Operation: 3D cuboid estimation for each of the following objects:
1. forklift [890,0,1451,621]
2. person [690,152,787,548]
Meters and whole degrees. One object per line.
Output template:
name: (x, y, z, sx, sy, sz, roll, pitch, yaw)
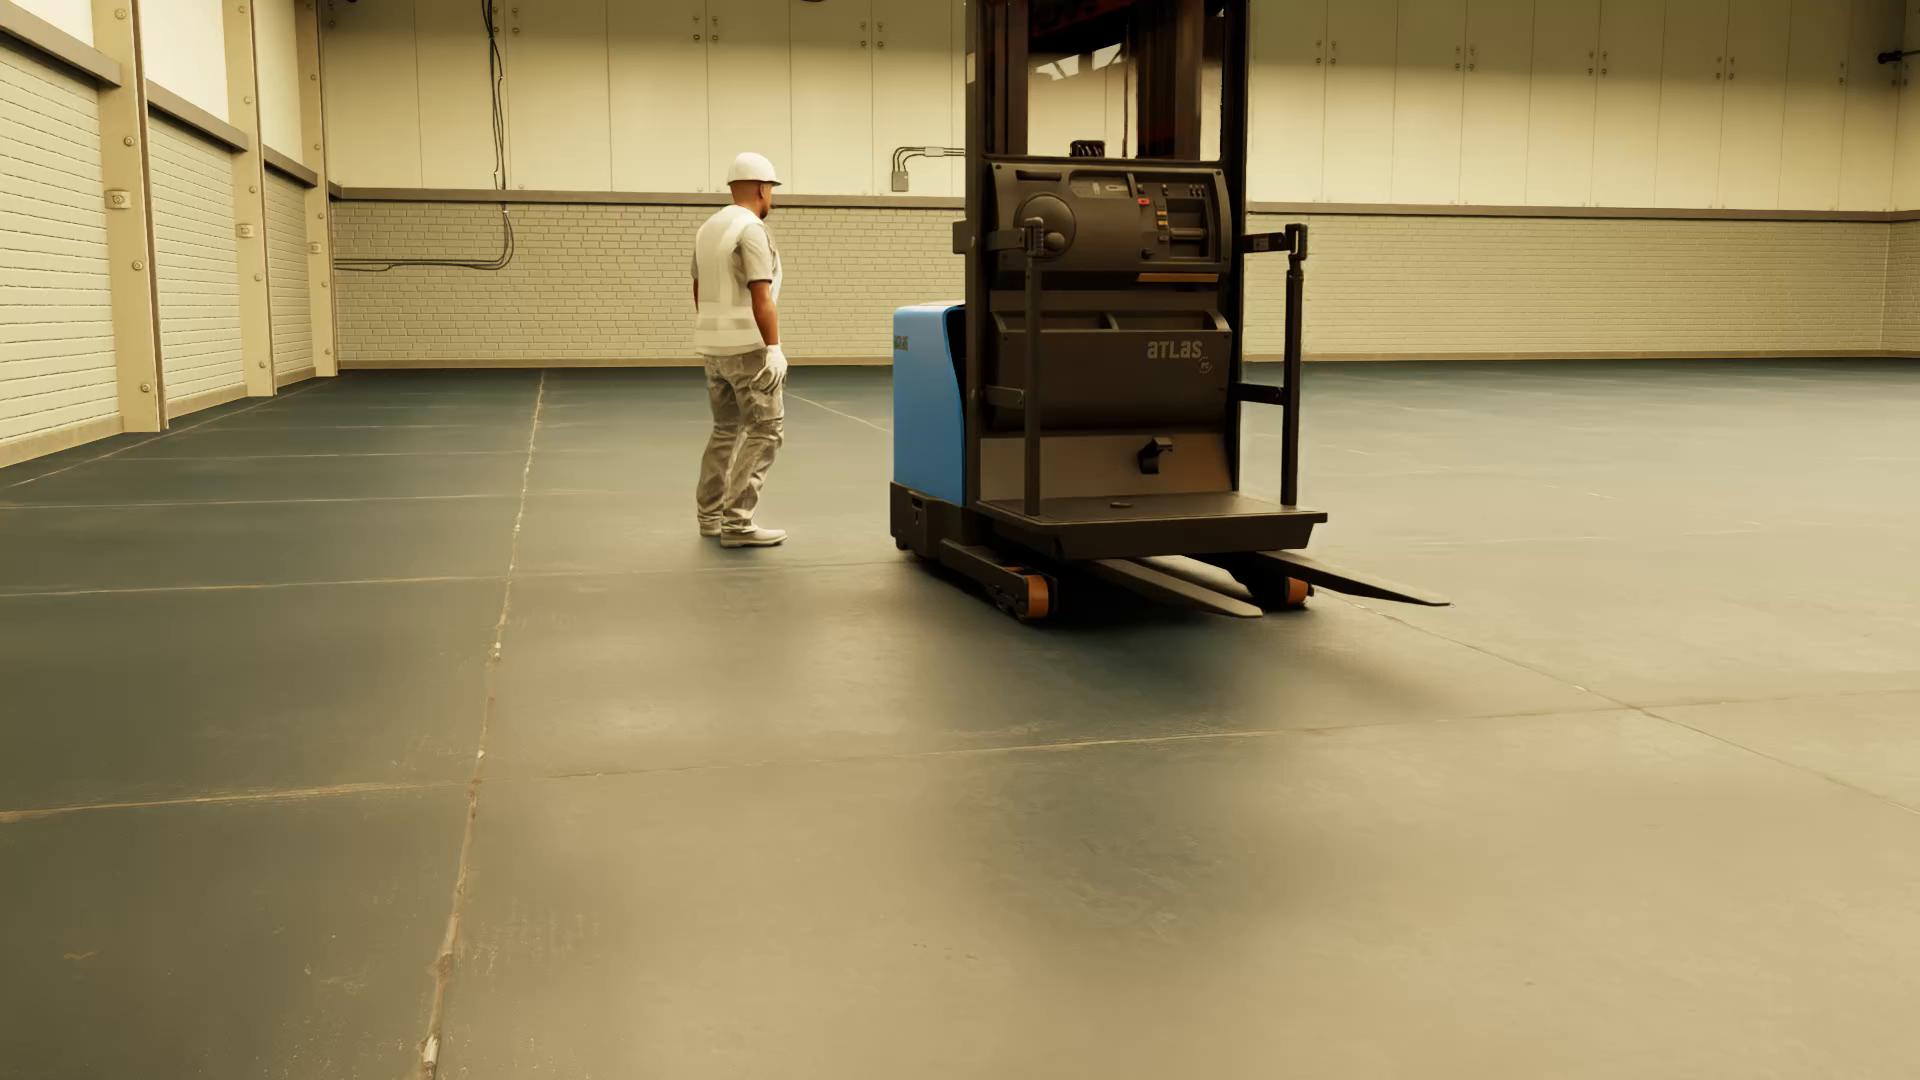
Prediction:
forklift: (0.633, -1.234, 5.949, 1.130, 2.935, 3.031, -3, 8, -18)
person: (-0.981, -0.862, 7.542, 0.414, 1.754, 0.812, -6, 10, -36)
